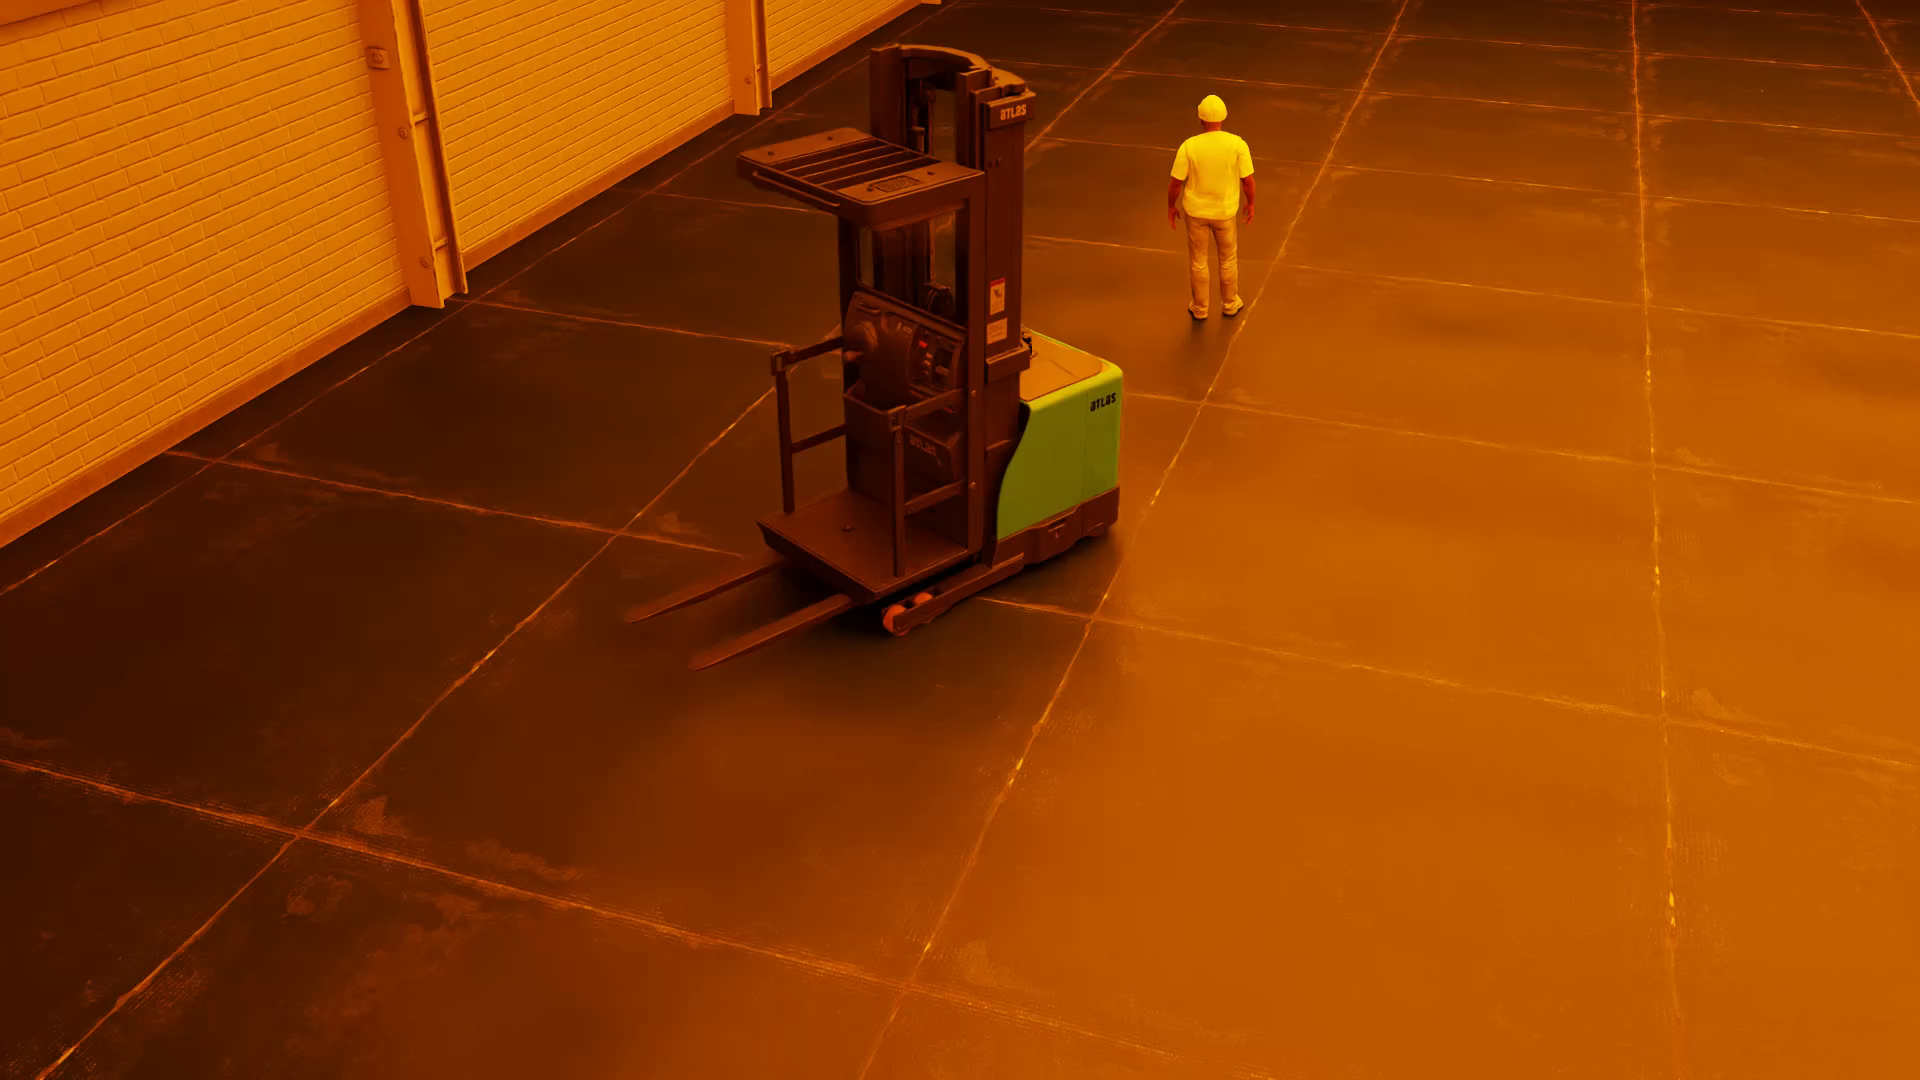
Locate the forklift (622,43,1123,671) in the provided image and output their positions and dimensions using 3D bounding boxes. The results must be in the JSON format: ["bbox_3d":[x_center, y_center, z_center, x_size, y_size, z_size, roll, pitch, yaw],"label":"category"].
[{"bbox_3d":[-0.465,-1.038,8.957,3.031,2.935,1.130,-24,38,-36],"label":"forklift"}]

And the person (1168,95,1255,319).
[{"bbox_3d":[1.931,-2.569,12.805,0.666,1.765,0.577,4,30,6],"label":"person"}]
